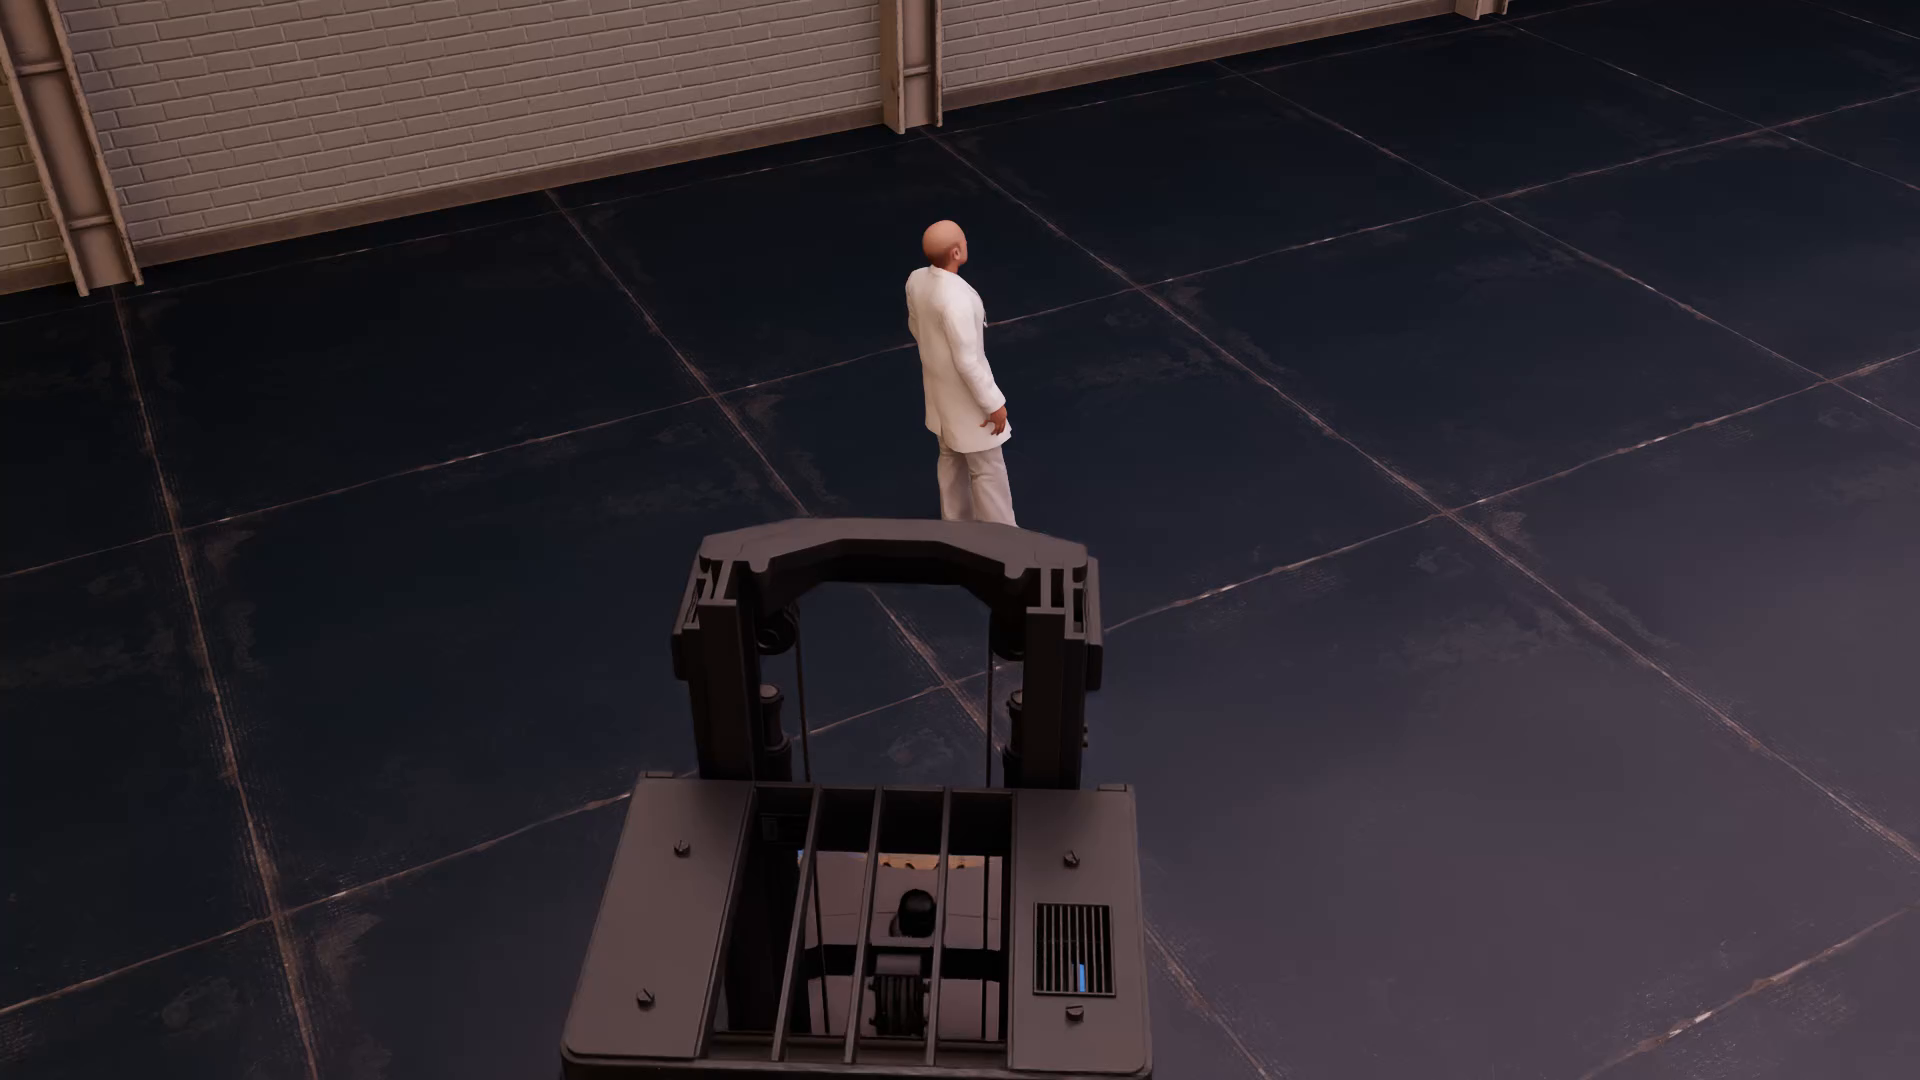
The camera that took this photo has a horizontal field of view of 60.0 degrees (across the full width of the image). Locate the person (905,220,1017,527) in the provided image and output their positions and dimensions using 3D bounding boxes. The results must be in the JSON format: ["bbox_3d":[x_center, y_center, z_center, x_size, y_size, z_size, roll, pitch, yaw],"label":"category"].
[{"bbox_3d":[0.082,-0.754,8.176,0.581,1.775,0.696,-17,39,-23],"label":"person"}]

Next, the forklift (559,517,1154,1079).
[{"bbox_3d":[-0.175,1.530,3.959,1.130,2.935,3.031,1,35,2],"label":"forklift"}]
